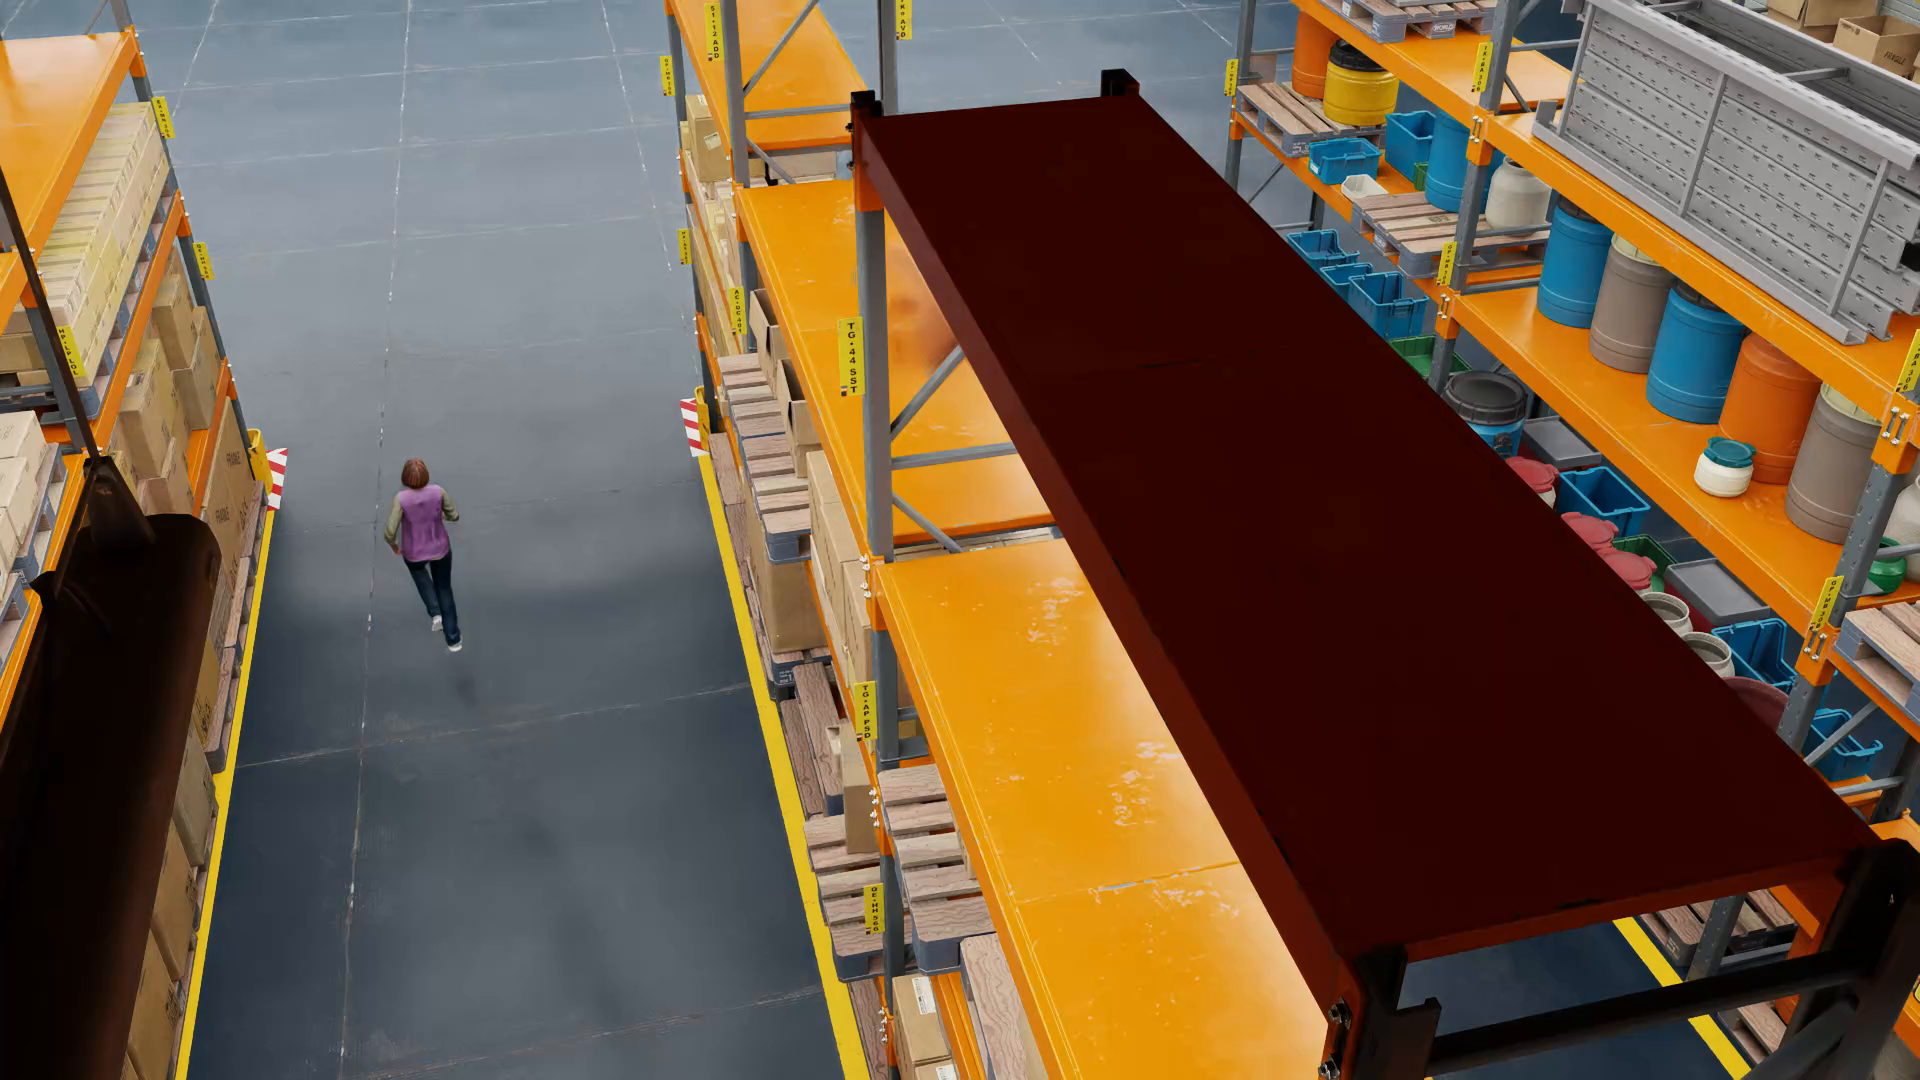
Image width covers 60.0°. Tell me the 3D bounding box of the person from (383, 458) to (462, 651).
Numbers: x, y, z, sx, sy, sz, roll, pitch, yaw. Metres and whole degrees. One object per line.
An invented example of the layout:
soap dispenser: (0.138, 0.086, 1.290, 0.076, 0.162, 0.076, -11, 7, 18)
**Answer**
person: (-3.909, 0.083, 12.198, 0.545, 1.563, 0.631, -13, 37, -18)
